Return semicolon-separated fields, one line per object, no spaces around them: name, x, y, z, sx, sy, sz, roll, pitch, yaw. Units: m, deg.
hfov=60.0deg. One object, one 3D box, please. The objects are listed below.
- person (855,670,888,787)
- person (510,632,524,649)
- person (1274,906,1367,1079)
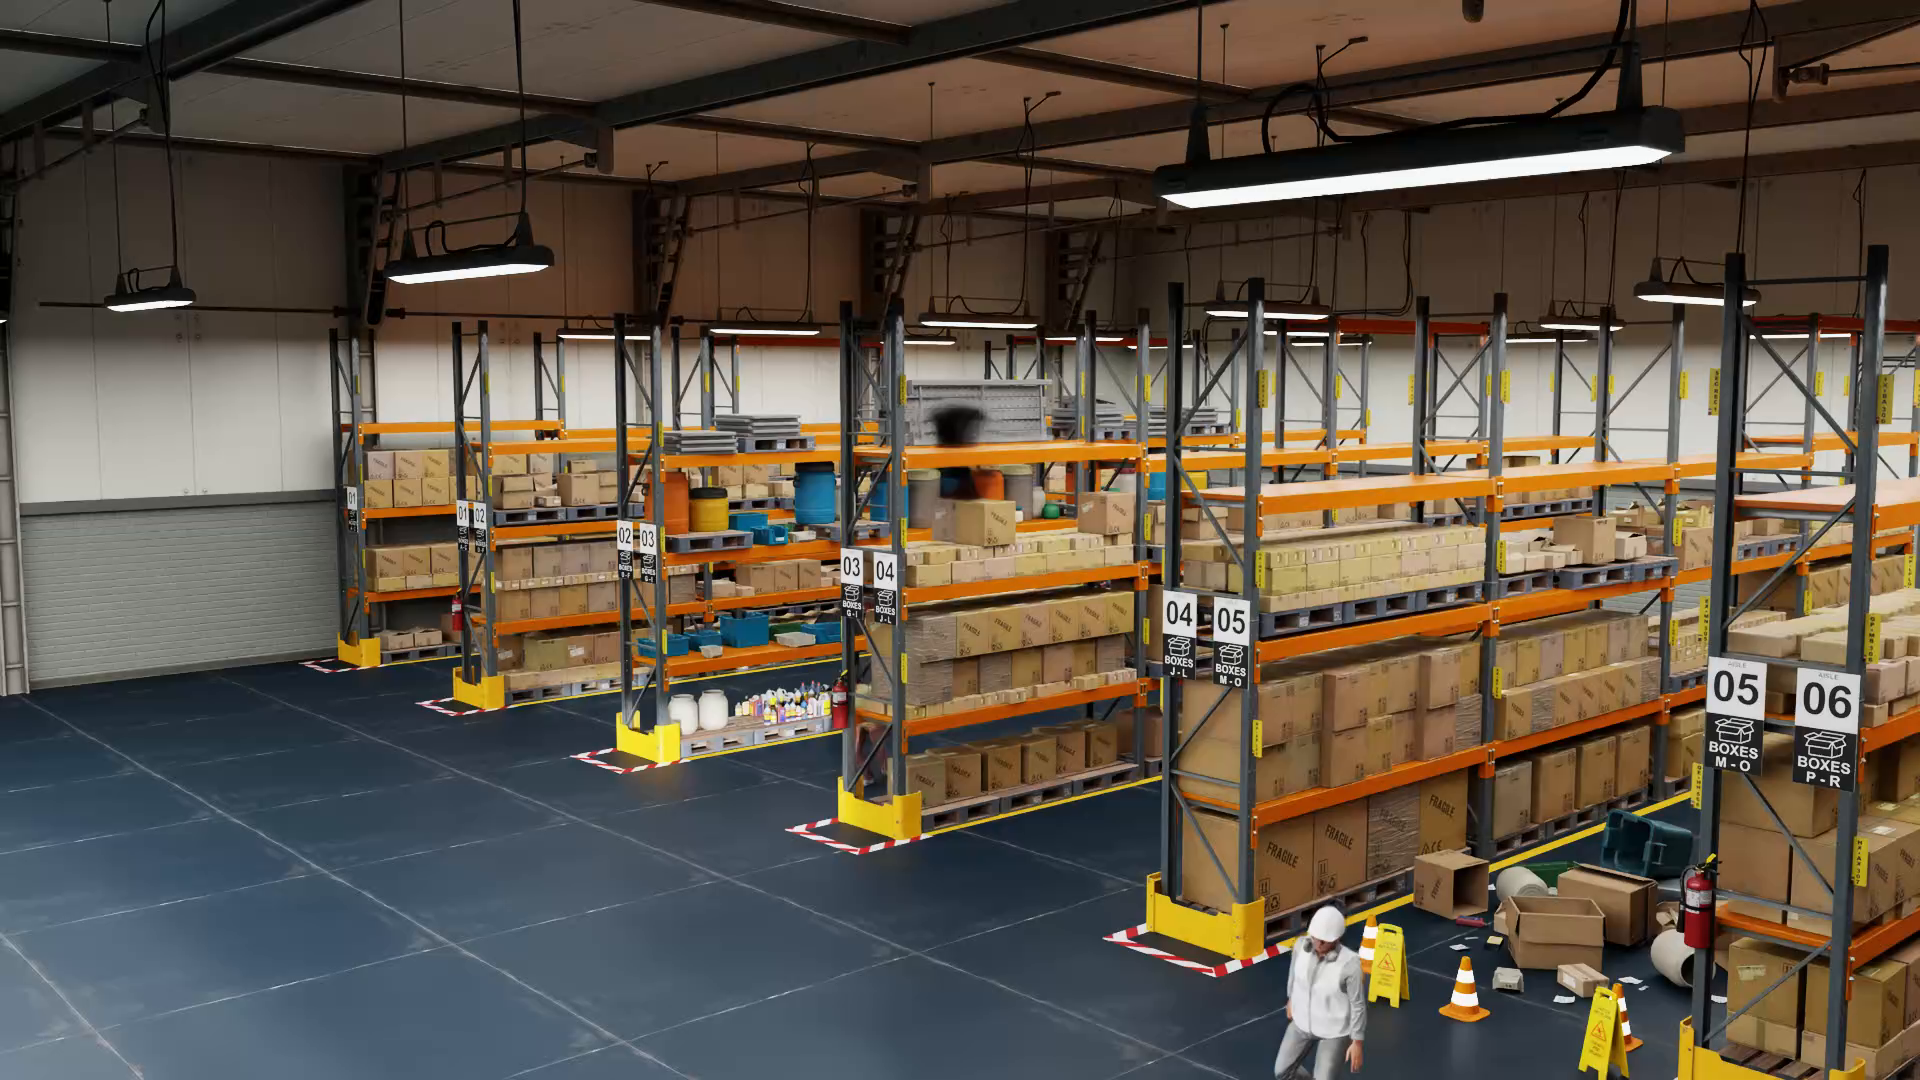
person;-1.164;2.335;20.987;0.635;1.537;0.809;2;6;19
person;-7.682;1.503;28.896;0.495;1.609;0.824;5;8;42
person;2.419;3.219;11.148;0.803;1.686;0.679;5;8;42
